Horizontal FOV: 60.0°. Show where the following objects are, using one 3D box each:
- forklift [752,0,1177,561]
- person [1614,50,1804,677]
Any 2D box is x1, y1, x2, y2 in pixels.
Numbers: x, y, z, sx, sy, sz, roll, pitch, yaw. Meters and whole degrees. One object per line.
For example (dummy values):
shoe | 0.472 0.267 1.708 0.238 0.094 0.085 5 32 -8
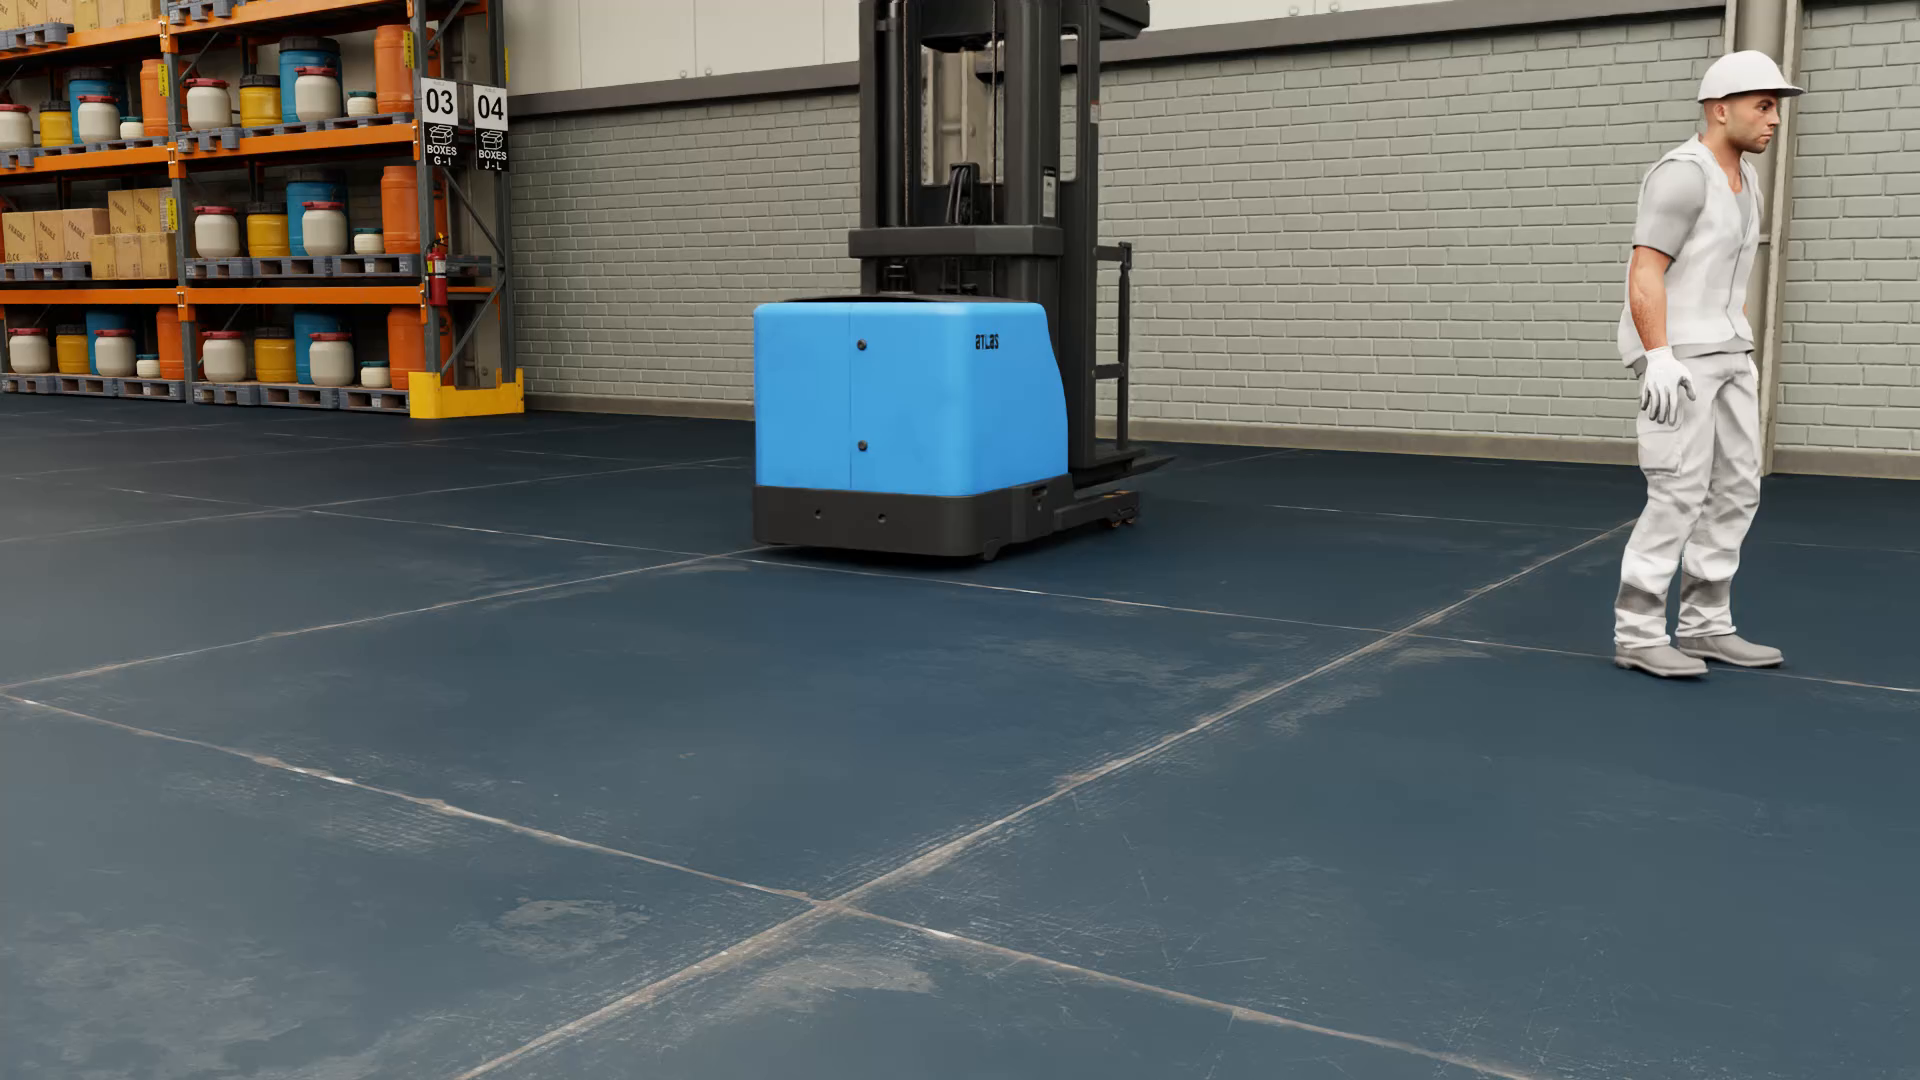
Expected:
forklift | 0.233 -1.532 7.965 1.130 2.935 3.031 4 9 27
person | 2.166 -0.504 4.852 0.608 1.778 0.438 -6 10 -38
